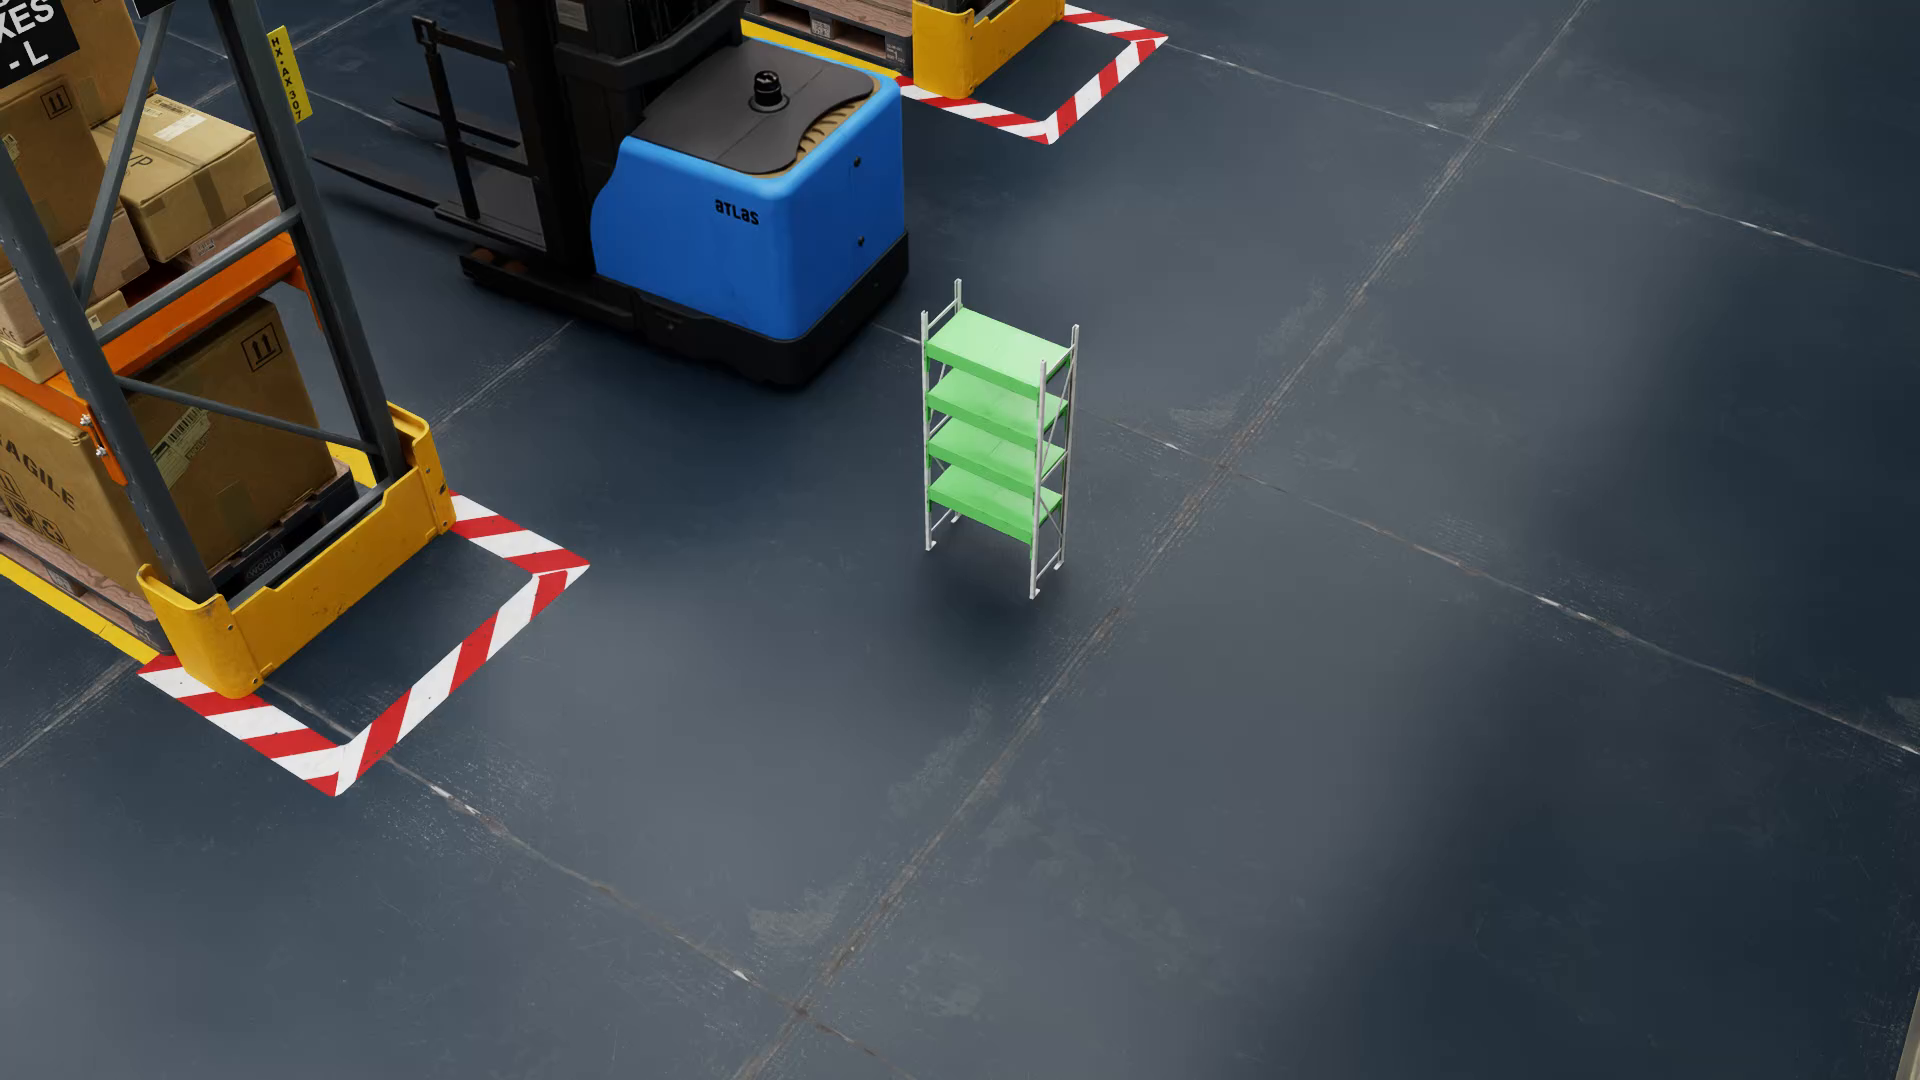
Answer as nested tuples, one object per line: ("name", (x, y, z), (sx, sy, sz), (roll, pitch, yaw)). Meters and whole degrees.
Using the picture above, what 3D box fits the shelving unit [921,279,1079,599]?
("shelving unit", (0.139, -0.354, 6.257), (0.503, 1.200, 0.258), (25, 51, 22))

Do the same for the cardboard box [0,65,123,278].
("cardboard box", (-3.076, -1.207, 5.205), (0.500, 0.500, 0.500), (25, 51, 23))

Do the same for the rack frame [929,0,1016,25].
("rack frame", (0.150, -3.854, 8.404), (0.127, 3.000, 1.000), (25, 51, 22))

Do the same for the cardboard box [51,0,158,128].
("cardboard box", (-3.203, -1.719, 5.703), (0.500, 0.500, 0.500), (24, 50, 21))

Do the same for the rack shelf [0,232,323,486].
("rack shelf", (-4.207, -1.388, 6.509), (4.000, 0.370, 1.077), (25, 51, 22))

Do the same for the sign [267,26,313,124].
("sign", (-2.219, -1.526, 5.483), (0.005, 0.325, 0.100), (25, 51, 22))

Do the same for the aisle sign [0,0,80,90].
("aisle sign", (-2.625, -1.561, 4.363), (0.004, 0.787, 0.394), (25, 51, 22))

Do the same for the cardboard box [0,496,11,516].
("cardboard box", (-3.871, -0.822, 6.646), (0.875, 0.875, 0.875), (25, 51, 22))

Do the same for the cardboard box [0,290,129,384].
("cardboard box", (-3.001, -0.716, 5.529), (0.250, 0.149, 0.380), (26, 51, 23))

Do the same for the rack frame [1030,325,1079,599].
("rack frame", (0.345, -0.260, 6.166), (0.015, 1.200, 0.240), (25, 51, 22))

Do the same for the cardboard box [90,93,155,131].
("cardboard box", (-3.223, -1.462, 5.976), (0.500, 0.250, 0.500), (24, 51, 22))

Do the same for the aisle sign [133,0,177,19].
("aisle sign", (-2.301, -1.923, 4.715), (0.004, 0.787, 0.394), (25, 51, 22))

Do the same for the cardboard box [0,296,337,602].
("cardboard box", (-3.105, -0.470, 6.303), (0.875, 0.875, 0.875), (25, 51, 22))

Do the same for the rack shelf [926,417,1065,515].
("rack shelf", (0.139, -0.310, 6.303), (0.480, 0.148, 0.258), (25, 51, 22))

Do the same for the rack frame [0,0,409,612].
("rack frame", (-2.524, -0.864, 5.498), (0.127, 3.000, 1.000), (25, 51, 22))

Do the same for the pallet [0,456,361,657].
("pallet", (-3.239, -0.155, 6.753), (1.213, 0.211, 1.003), (25, 51, 22))

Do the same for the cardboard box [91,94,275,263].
("cardboard box", (-2.782, -1.264, 5.784), (0.500, 0.250, 0.500), (23, 50, 21))

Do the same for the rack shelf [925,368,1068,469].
("rack shelf", (0.139, -0.477, 6.131), (0.480, 0.148, 0.258), (25, 51, 22))

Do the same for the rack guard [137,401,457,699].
("rack guard", (-2.503, 0.016, 6.386), (0.348, 0.500, 1.175), (25, 51, 22))

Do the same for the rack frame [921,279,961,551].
("rack frame", (-0.066, -0.449, 6.349), (0.015, 1.200, 0.240), (25, 51, 22))

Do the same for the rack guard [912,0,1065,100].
("rack guard", (0.178, -2.982, 9.299), (0.348, 0.500, 1.175), (25, 51, 22))

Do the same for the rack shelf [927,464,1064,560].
("rack shelf", (0.139, -0.142, 6.475), (0.480, 0.148, 0.258), (25, 51, 22))

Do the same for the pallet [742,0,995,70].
("pallet", (-0.523, -3.225, 9.737), (1.213, 0.211, 1.003), (25, 51, 22))

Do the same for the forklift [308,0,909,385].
("forklift", (-1.781, -2.482, 7.118), (3.031, 2.935, 1.130), (22, 50, 20))

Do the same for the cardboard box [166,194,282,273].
("cardboard box", (-2.644, -1.113, 5.915), (0.250, 0.149, 0.380), (25, 51, 23))

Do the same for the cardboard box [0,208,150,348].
("cardboard box", (-3.075, -0.943, 5.472), (0.500, 0.250, 0.500), (24, 50, 22))

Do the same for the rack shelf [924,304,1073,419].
("rack shelf", (0.139, -0.644, 5.959), (0.480, 0.148, 0.258), (25, 51, 22))
